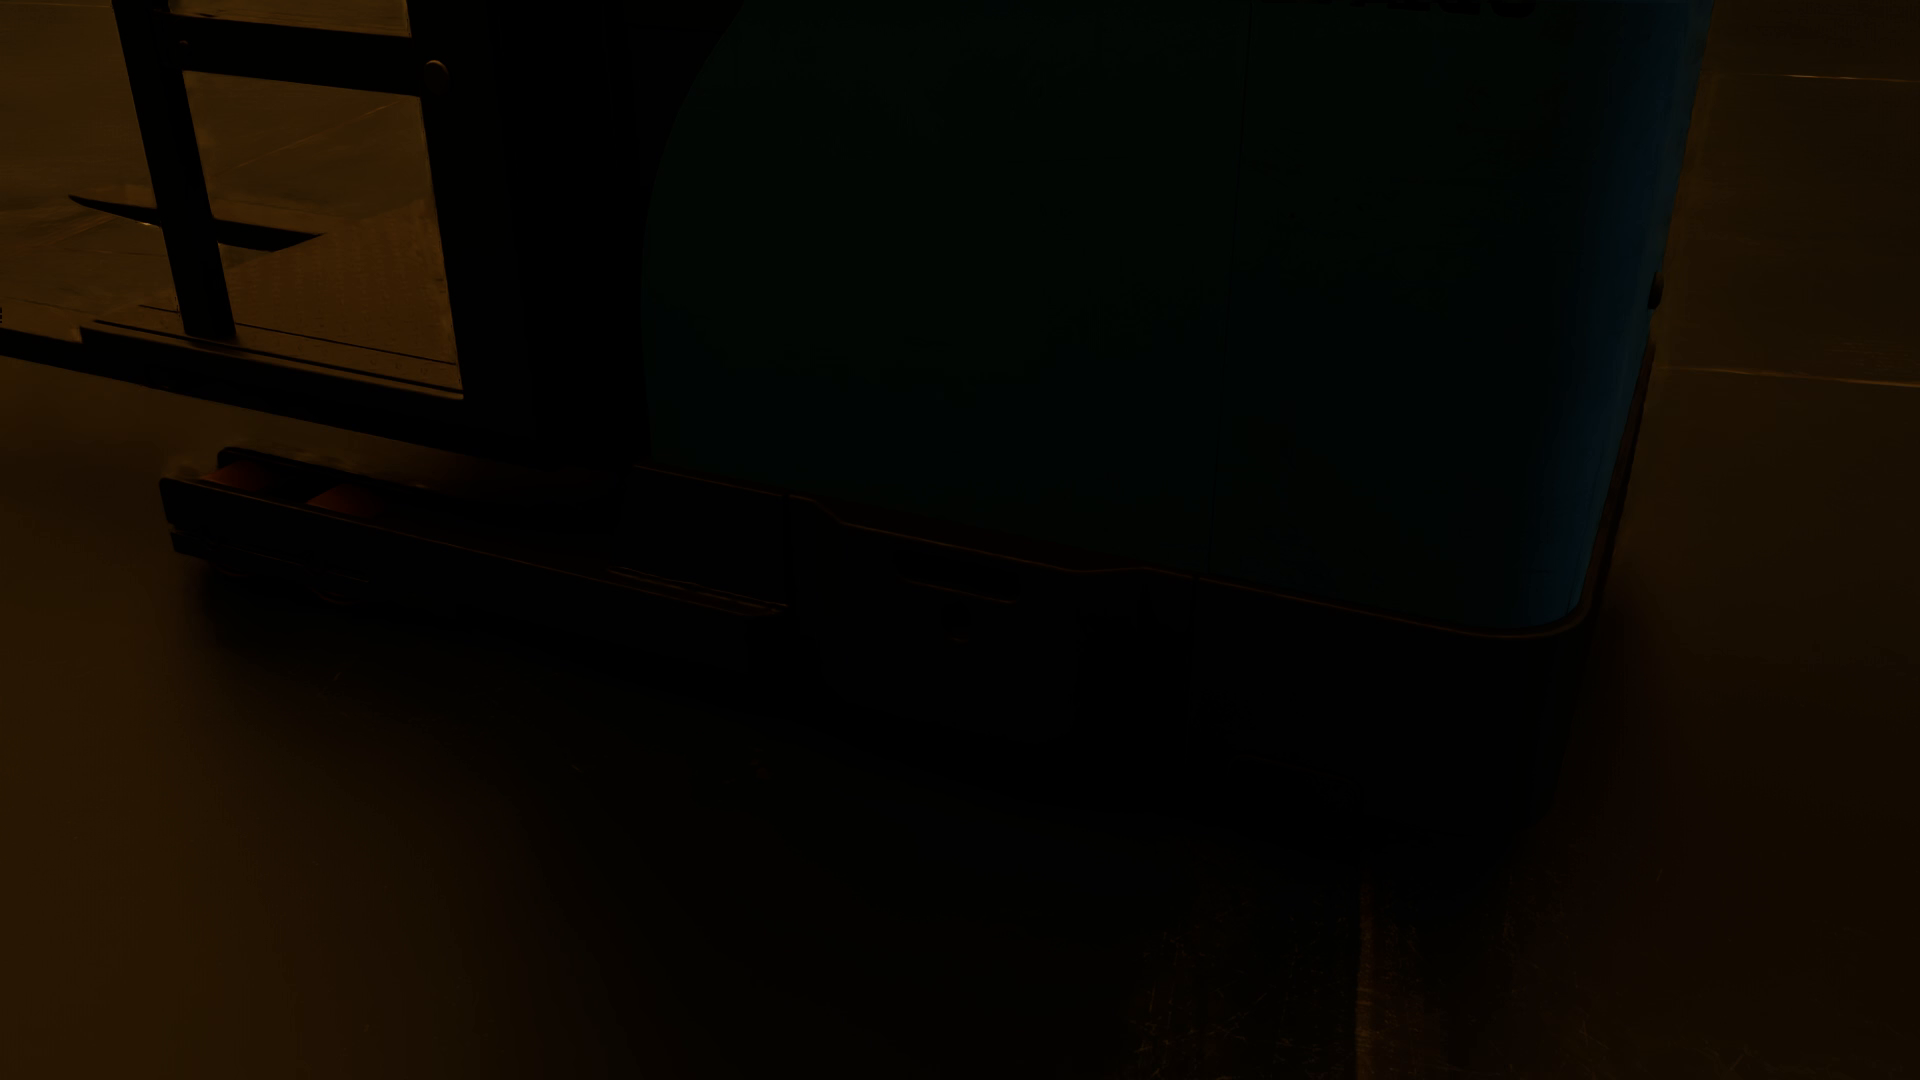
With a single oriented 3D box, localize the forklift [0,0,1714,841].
[{"bbox_3d":[-0.568,-1.419,2.058,3.031,2.935,1.130,12,29,22],"label":"forklift"}]
